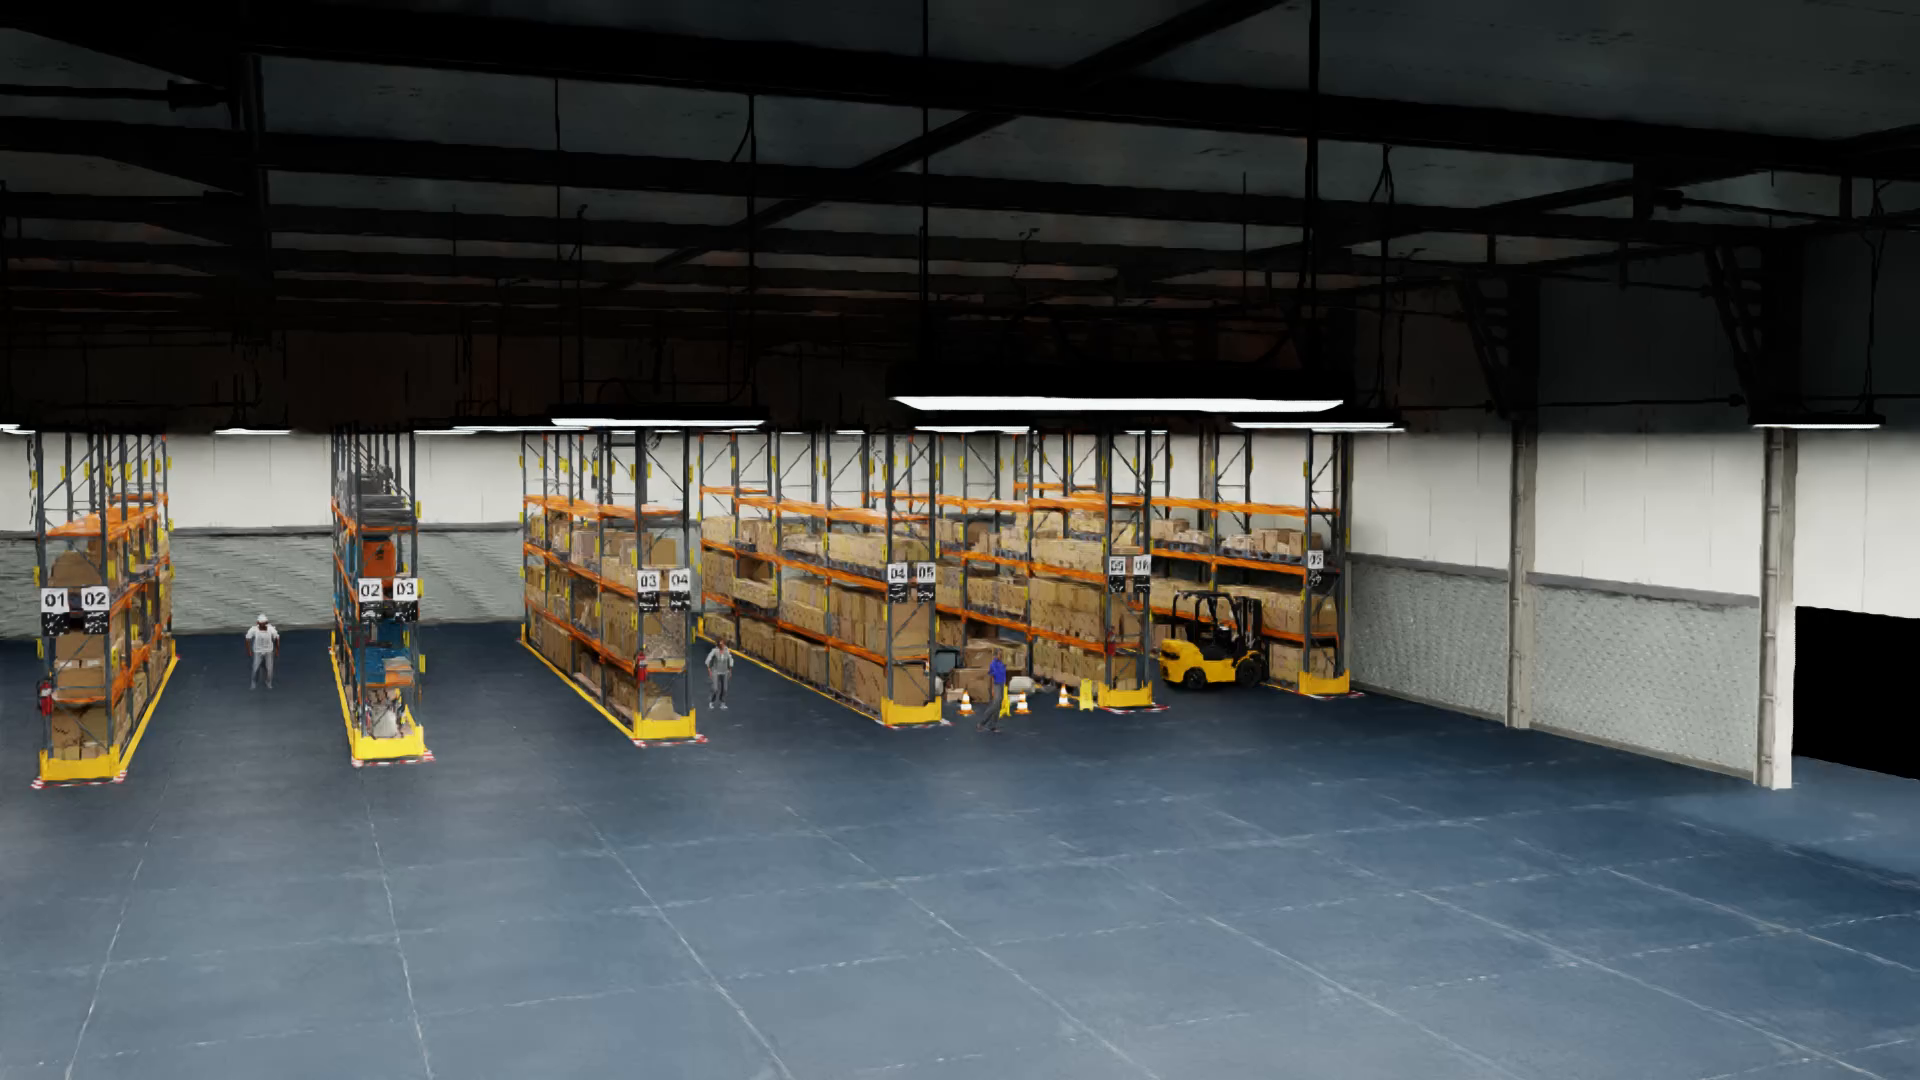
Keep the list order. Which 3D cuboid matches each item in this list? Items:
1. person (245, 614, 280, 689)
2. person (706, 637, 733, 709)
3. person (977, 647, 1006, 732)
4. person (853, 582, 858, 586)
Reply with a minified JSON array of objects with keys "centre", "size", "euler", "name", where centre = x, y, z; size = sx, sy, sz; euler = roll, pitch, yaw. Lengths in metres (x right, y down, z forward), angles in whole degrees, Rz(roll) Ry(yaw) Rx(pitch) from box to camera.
[{"centre":[-15.761,2.526,37.581],"size":[0.719,1.714,0.578],"euler":[-2,4,-24],"name":"person"},{"centre":[-5.044,2.782,34.838],"size":[0.566,1.541,0.519],"euler":[-2,4,-24],"name":"person"},{"centre":[0.609,2.892,32.062],"size":[0.480,1.651,0.624],"euler":[2,4,27],"name":"person"},{"centre":[-2.802,1.985,45.559],"size":[0.605,1.780,0.446],"euler":[3,5,41],"name":"person"}]
